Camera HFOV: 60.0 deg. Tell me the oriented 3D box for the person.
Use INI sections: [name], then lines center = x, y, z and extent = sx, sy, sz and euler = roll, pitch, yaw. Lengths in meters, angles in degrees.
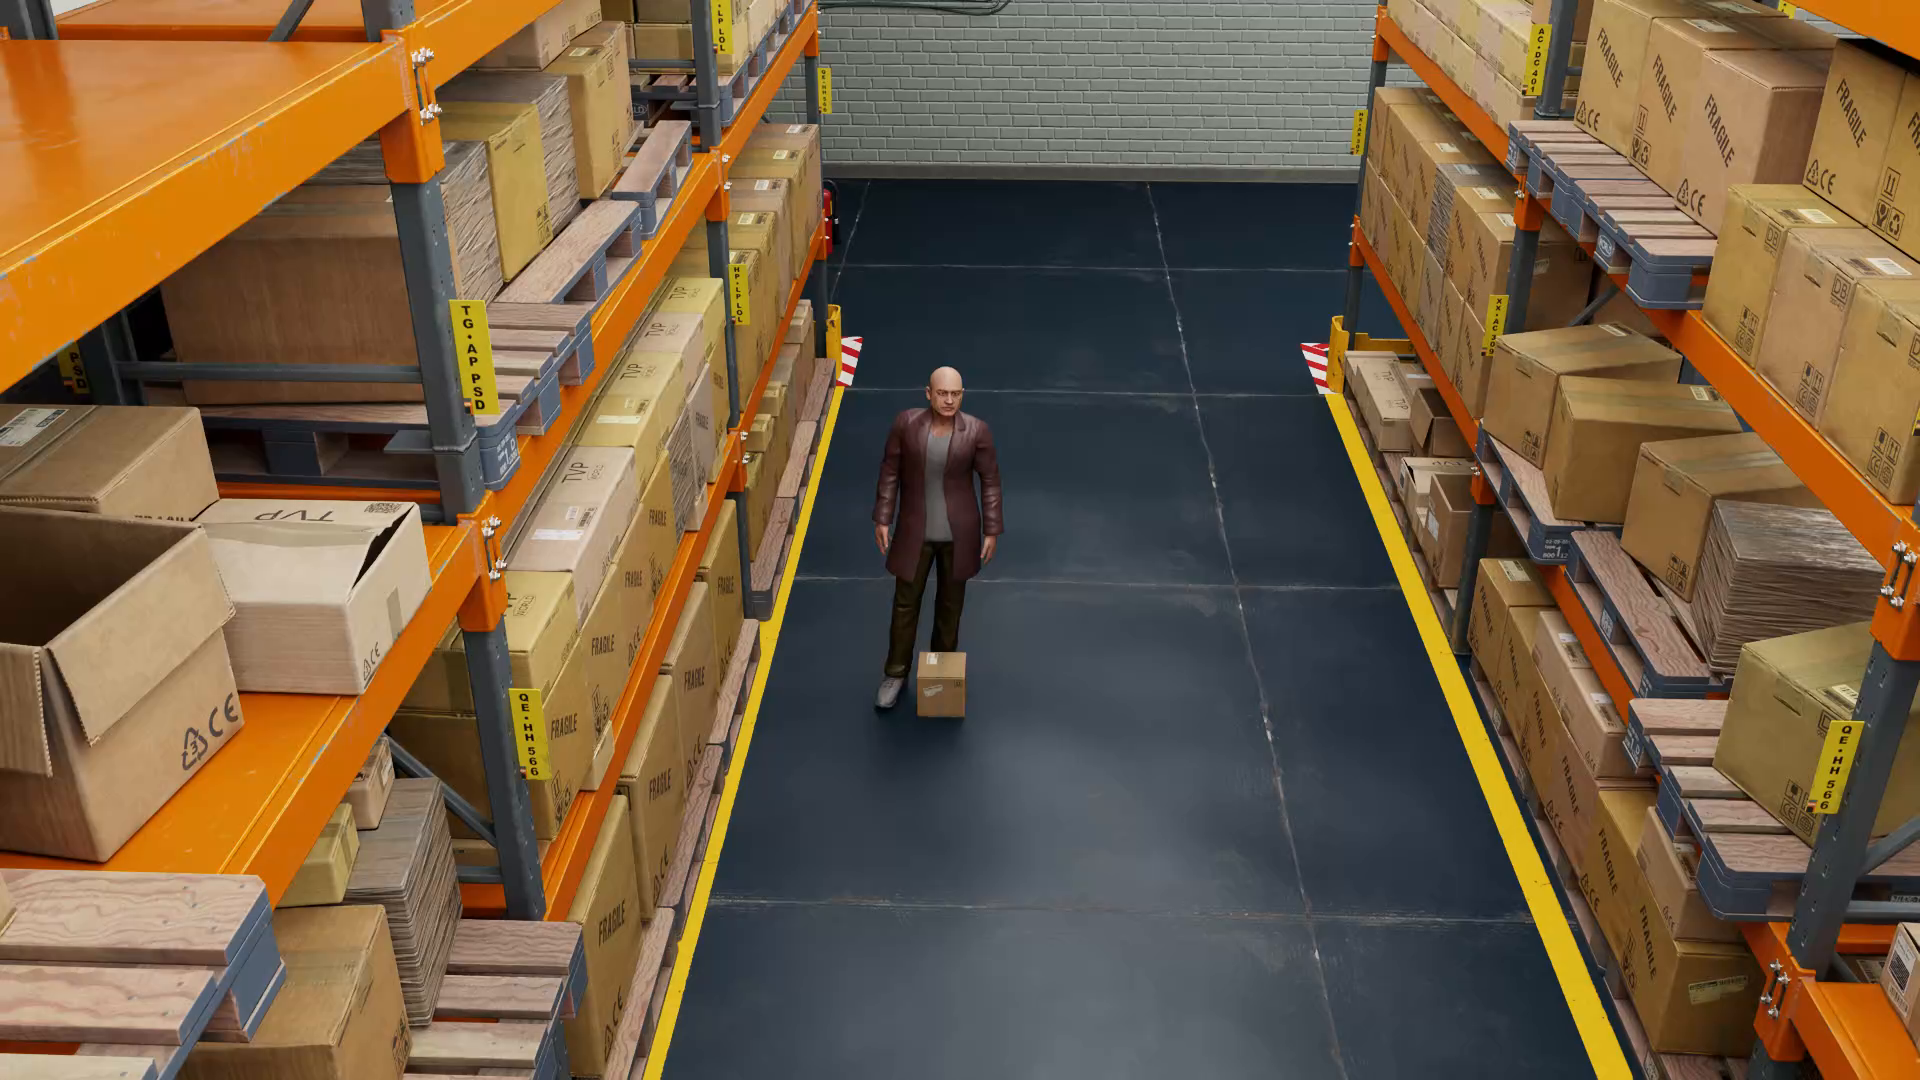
[person]
center = -0.120, -0.004, 8.625
extent = 0.695, 1.776, 0.582
euler = 1, 28, 2
